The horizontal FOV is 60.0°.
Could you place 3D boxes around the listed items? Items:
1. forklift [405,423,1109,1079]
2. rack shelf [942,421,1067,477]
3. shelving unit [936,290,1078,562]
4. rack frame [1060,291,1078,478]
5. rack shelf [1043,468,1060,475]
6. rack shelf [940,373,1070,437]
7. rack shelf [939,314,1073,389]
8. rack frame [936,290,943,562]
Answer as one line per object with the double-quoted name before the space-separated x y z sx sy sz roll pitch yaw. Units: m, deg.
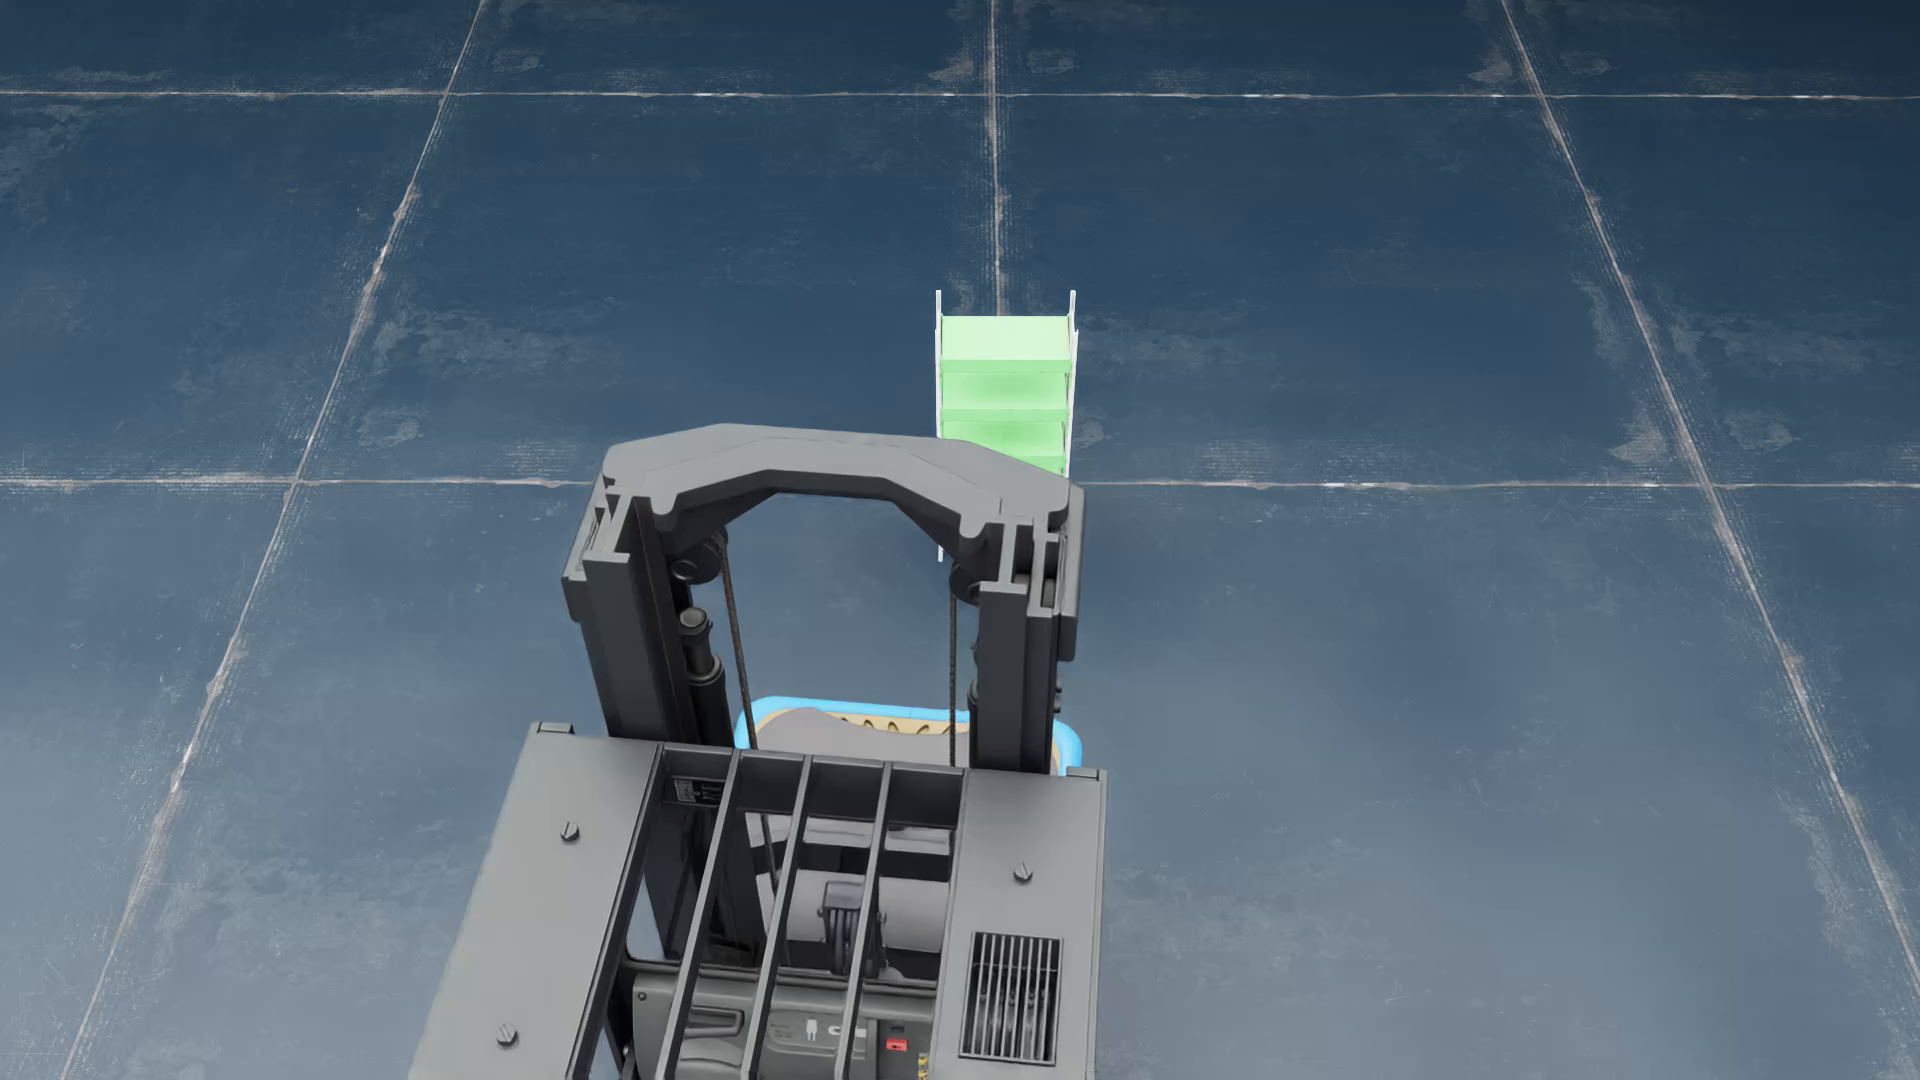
"forklift" -0.297 1.301 3.618 1.130 2.935 3.031 4 47 4
"rack shelf" 0.166 -0.365 6.438 0.480 0.148 0.258 0 47 0
"shelving unit" 0.166 -0.408 6.391 0.503 1.200 0.258 0 47 0
"rack frame" 0.410 -0.408 6.391 0.015 1.200 0.240 0 47 0
"rack shelf" 0.166 -0.201 6.614 0.480 0.148 0.258 0 47 0
"rack shelf" 0.166 -0.528 6.262 0.480 0.148 0.258 0 47 0
"rack shelf" 0.166 -0.692 6.087 0.480 0.148 0.258 0 47 0
"rack frame" -0.078 -0.409 6.392 0.015 1.200 0.240 0 47 0
